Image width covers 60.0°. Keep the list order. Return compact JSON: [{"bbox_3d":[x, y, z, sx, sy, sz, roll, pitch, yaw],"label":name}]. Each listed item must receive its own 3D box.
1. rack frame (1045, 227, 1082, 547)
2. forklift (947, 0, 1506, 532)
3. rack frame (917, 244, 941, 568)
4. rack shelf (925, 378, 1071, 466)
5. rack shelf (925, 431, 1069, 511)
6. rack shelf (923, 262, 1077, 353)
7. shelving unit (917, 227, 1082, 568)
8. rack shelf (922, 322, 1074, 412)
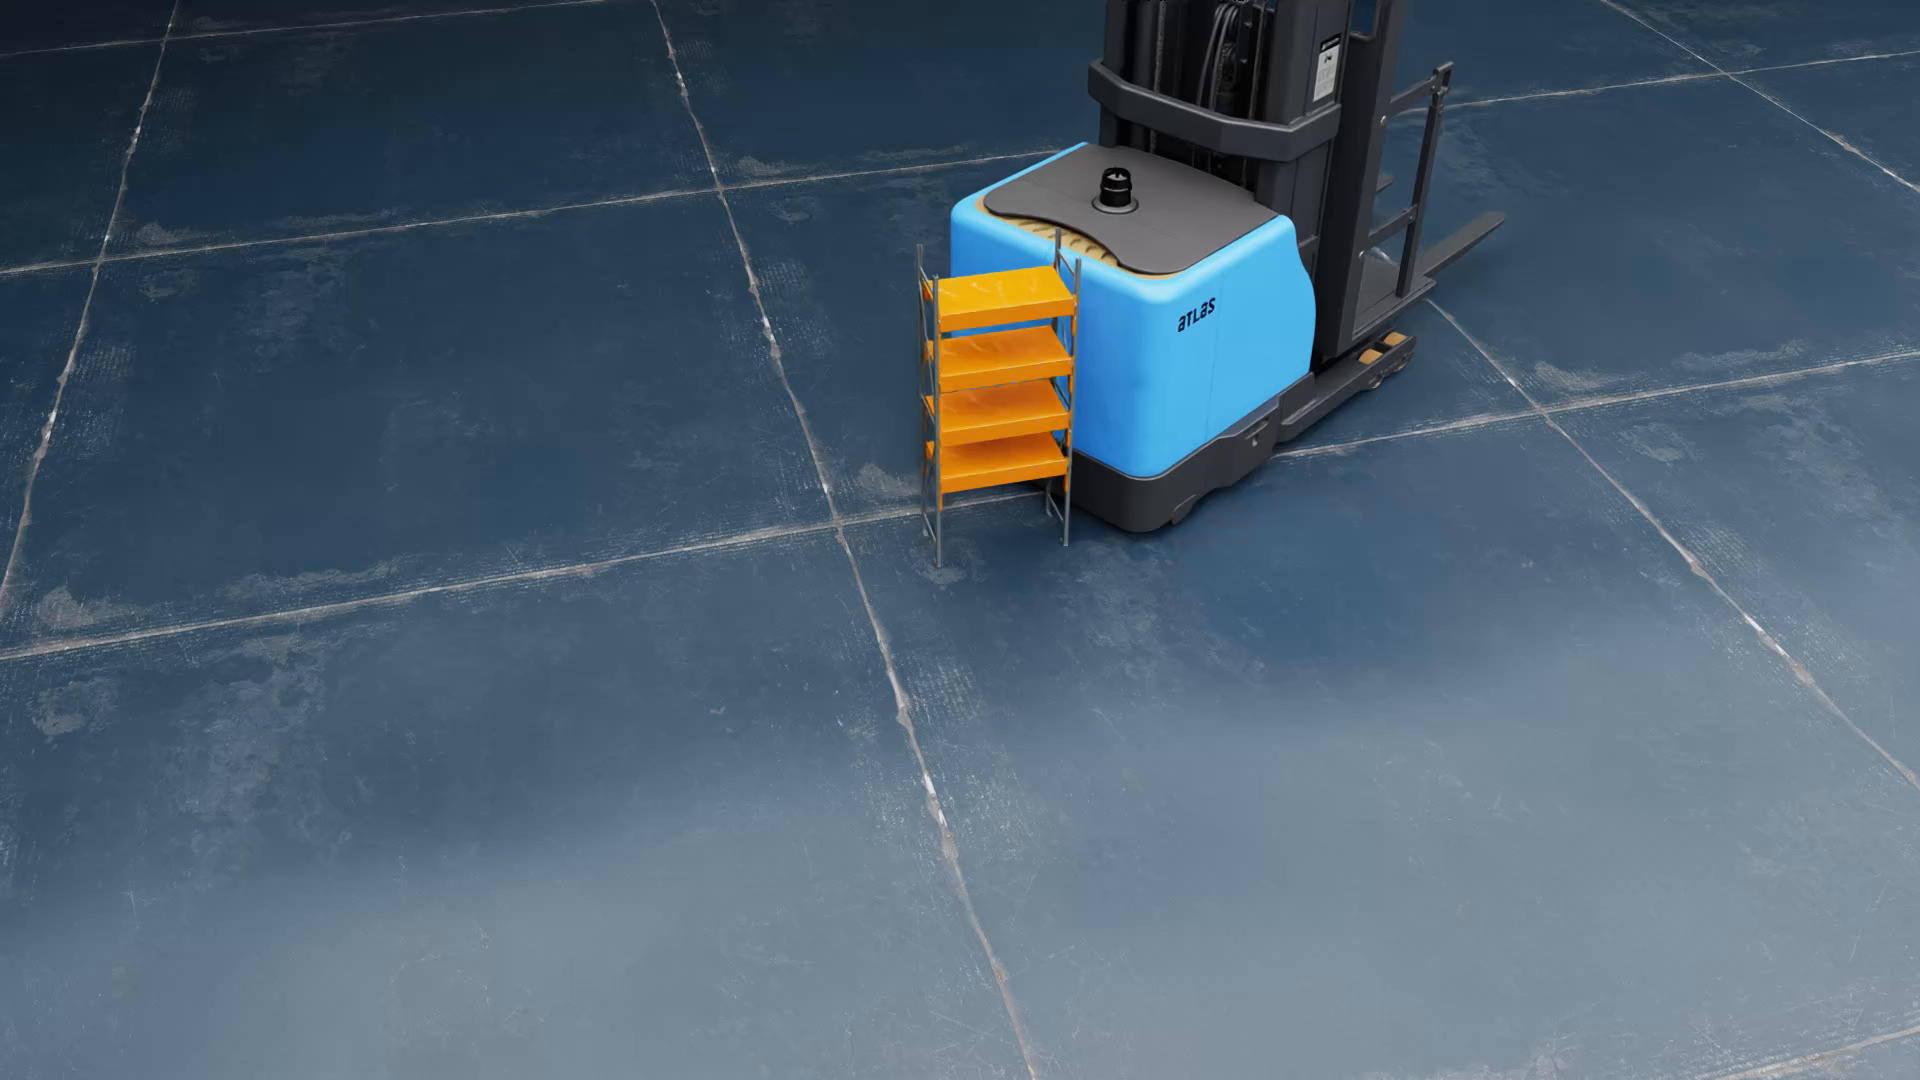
[{"bbox_3d":[0.364,-0.521,5.943,0.015,1.200,0.240,-9,38,-12],"label":"rack frame"},{"bbox_3d":[1.322,-1.998,6.450,1.130,2.935,3.031,30,46,33],"label":"forklift"},{"bbox_3d":[-0.107,-0.444,5.843,0.015,1.200,0.240,-9,38,-12],"label":"rack frame"},{"bbox_3d":[0.128,-0.429,5.934,0.480,0.148,0.258,-9,38,-12],"label":"rack shelf"},{"bbox_3d":[0.128,-0.271,6.055,0.480,0.148,0.258,-9,38,-12],"label":"rack shelf"},{"bbox_3d":[0.128,-0.795,5.654,0.480,0.148,0.258,-9,38,-12],"label":"rack shelf"},{"bbox_3d":[0.128,-0.482,5.893,0.503,1.200,0.258,-9,38,-12],"label":"shelving unit"},{"bbox_3d":[0.128,-0.607,5.798,0.480,0.148,0.258,-9,38,-12],"label":"rack shelf"}]
